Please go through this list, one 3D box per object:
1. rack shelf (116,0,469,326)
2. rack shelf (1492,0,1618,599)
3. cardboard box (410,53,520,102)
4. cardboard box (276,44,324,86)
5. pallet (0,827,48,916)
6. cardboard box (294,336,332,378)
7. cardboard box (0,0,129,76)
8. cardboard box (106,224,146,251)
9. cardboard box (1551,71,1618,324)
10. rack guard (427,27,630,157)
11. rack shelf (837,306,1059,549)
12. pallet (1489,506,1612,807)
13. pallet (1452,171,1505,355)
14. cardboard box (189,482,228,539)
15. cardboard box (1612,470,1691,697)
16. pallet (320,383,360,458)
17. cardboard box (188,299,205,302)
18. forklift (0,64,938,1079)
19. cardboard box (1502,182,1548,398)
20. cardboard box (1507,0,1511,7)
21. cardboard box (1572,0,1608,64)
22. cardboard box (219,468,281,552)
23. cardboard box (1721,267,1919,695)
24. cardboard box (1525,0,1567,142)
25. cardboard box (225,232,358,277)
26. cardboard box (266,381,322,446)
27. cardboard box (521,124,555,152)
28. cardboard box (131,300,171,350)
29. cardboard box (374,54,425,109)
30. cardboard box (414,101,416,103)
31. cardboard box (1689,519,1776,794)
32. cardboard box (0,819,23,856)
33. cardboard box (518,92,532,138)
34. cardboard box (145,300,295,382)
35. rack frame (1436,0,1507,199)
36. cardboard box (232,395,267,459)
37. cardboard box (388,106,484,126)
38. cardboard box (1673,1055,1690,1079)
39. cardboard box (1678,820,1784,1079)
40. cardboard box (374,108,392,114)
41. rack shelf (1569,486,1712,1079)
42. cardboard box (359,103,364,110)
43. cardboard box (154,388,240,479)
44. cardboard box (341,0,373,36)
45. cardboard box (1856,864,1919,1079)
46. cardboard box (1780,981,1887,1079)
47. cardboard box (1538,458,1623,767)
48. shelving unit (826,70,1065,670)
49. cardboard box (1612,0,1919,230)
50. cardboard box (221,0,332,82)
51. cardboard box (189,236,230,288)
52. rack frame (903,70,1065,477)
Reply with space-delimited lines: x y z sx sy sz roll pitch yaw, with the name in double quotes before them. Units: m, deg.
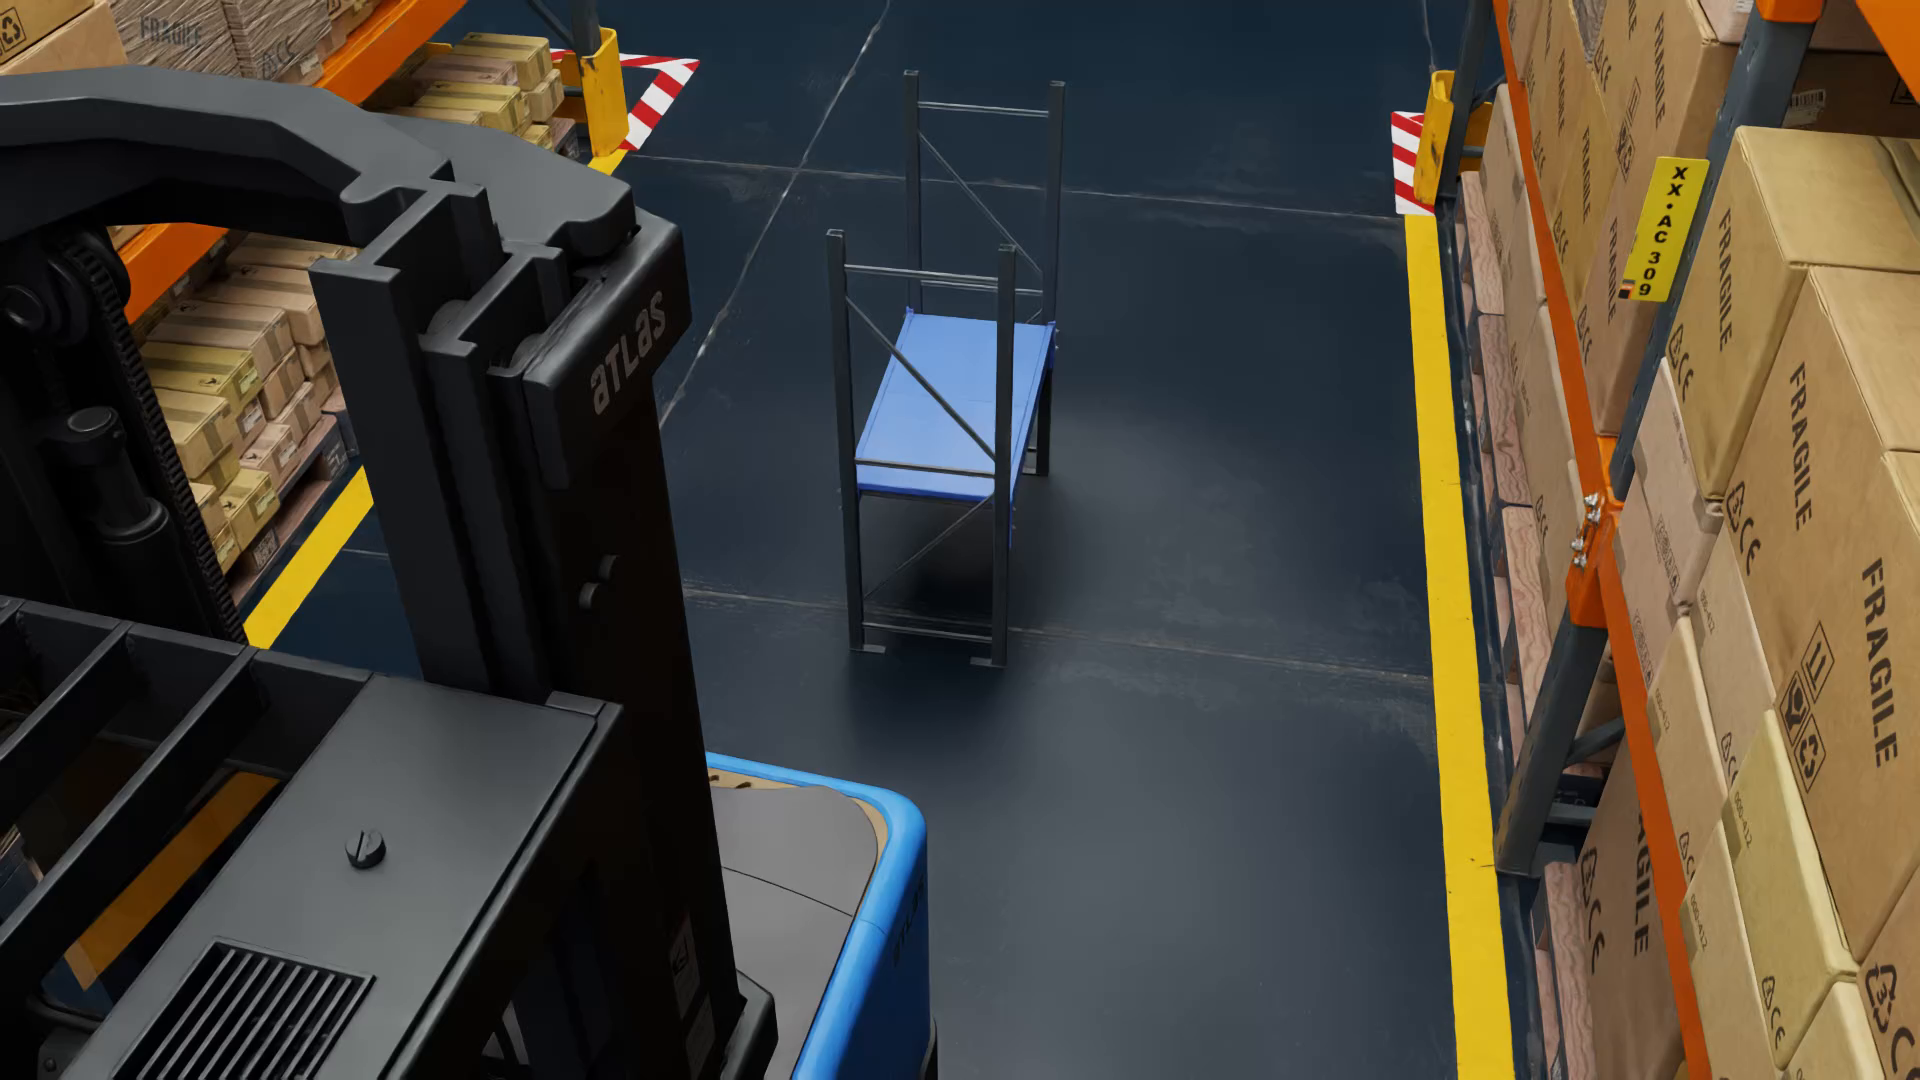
"rack shelf" -2.554 -1.671 5.982 1.077 0.370 4.000 6 40 8
"rack shelf" 2.339 -1.189 5.399 1.077 0.370 4.000 6 40 8
"cardboard box" -2.150 -1.985 7.237 0.380 0.149 0.250 7 40 9
"cardboard box" -2.349 -1.570 5.492 0.380 0.149 0.250 8 40 10
"pallet" -3.034 0.870 4.532 1.003 0.211 1.213 6 40 8
"cardboard box" -2.440 -0.728 5.951 0.380 0.149 0.250 8 40 10
"cardboard box" -2.566 -1.130 4.450 0.500 0.500 0.500 6 40 7
"cardboard box" -2.557 -0.909 4.692 0.380 0.149 0.250 7 40 9
"cardboard box" 1.905 -0.892 4.397 0.500 0.500 0.500 5 40 7
"rack guard" -2.221 -2.193 8.010 1.175 0.500 0.348 6 40 8
"rack shelf" -0.015 -0.386 5.322 0.538 0.185 1.000 6 40 8
"pallet" 2.201 0.395 5.107 1.003 0.211 1.213 6 40 8
"pallet" 2.623 -1.136 6.959 1.003 0.211 1.213 6 40 8
"cardboard box" -2.522 -0.064 5.147 0.380 0.149 0.250 8 40 10
"cardboard box" 1.656 0.094 3.400 0.500 0.250 0.500 6 40 7
"pallet" -2.610 -0.812 6.567 1.003 0.211 1.213 6 40 8
"cardboard box" -2.930 -0.754 5.982 0.380 0.149 0.250 7 40 9
"forklift" -0.935 1.051 2.178 1.130 2.935 3.031 10 41 12
"cardboard box" 2.519 -0.895 6.160 0.875 0.438 0.875 7 40 9
"cardboard box" 2.259 -2.170 5.942 0.500 0.500 0.500 6 40 7
"cardboard box" 1.977 -1.600 4.468 0.500 0.500 0.500 7 40 8
"cardboard box" -2.475 -0.117 5.445 0.380 0.149 0.250 8 40 9
"cardboard box" 1.573 -0.068 2.615 0.500 0.500 0.500 6 40 7
"cardboard box" 2.083 -1.536 5.176 0.500 0.500 0.500 8 40 9
"cardboard box" -2.422 -1.007 6.055 0.380 0.149 0.250 5 40 6
"cardboard box" -2.488 -0.443 5.840 0.380 0.149 0.250 6 40 7
"cardboard box" -2.038 -1.741 7.410 0.380 0.149 0.250 8 40 9
"cardboard box" -2.932 -0.714 5.700 0.380 0.149 0.250 8 40 9
"cardboard box" -2.563 -2.019 7.278 0.380 0.149 0.250 7 40 8
"cardboard box" -2.552 -2.081 7.587 0.380 0.149 0.250 8 40 10
"cardboard box" 1.576 0.229 2.844 0.500 0.250 0.500 7 40 8
"cardboard box" -2.780 0.600 4.302 0.500 0.500 0.500 6 40 7
"cardboard box" -2.117 -1.861 7.321 0.380 0.149 0.250 6 40 7
"cardboard box" -2.513 -0.676 5.654 0.380 0.149 0.250 5 40 7
"rack frame" 2.685 -2.721 6.688 1.000 3.000 0.127 6 40 8
"cardboard box" -2.560 -0.389 5.541 0.380 0.149 0.250 6 40 7
"cardboard box" -2.177 -1.653 6.836 0.380 0.149 0.250 5 40 6
"cardboard box" 1.815 1.412 3.027 0.875 0.875 0.875 7 40 9
"cardboard box" 1.464 0.738 2.620 0.500 0.250 0.500 6 40 7
"cardboard box" -2.610 -1.752 7.190 0.380 0.149 0.250 7 40 8
"rack shelf" 1.647 1.321 2.362 1.077 0.370 4.000 6 40 8
"cardboard box" -2.694 -1.710 6.905 0.380 0.149 0.250 5 40 5
"cardboard box" -2.531 -0.346 5.255 0.380 0.149 0.250 8 40 10
"cardboard box" -2.326 -1.904 5.896 0.380 0.149 0.250 7 40 8
"cardboard box" 1.400 0.571 1.842 0.500 0.500 0.500 6 40 7
"cardboard box" 1.377 0.861 2.080 0.500 0.250 0.500 5 40 6
"cardboard box" 2.207 0.232 4.796 0.875 0.438 0.875 6 40 7
"shelving unit" -0.015 -0.524 5.207 0.538 1.500 1.048 6 40 8
"cardboard box" 1.802 -0.962 3.696 0.500 0.500 0.500 6 40 7
"cardboard box" -2.365 -1.753 5.205 0.500 0.500 0.500 6 40 7
"cardboard box" -2.942 -1.065 6.124 0.380 0.149 0.250 5 40 6
"rack frame" 0.073 -0.844 5.593 0.500 1.500 0.032 6 40 8
